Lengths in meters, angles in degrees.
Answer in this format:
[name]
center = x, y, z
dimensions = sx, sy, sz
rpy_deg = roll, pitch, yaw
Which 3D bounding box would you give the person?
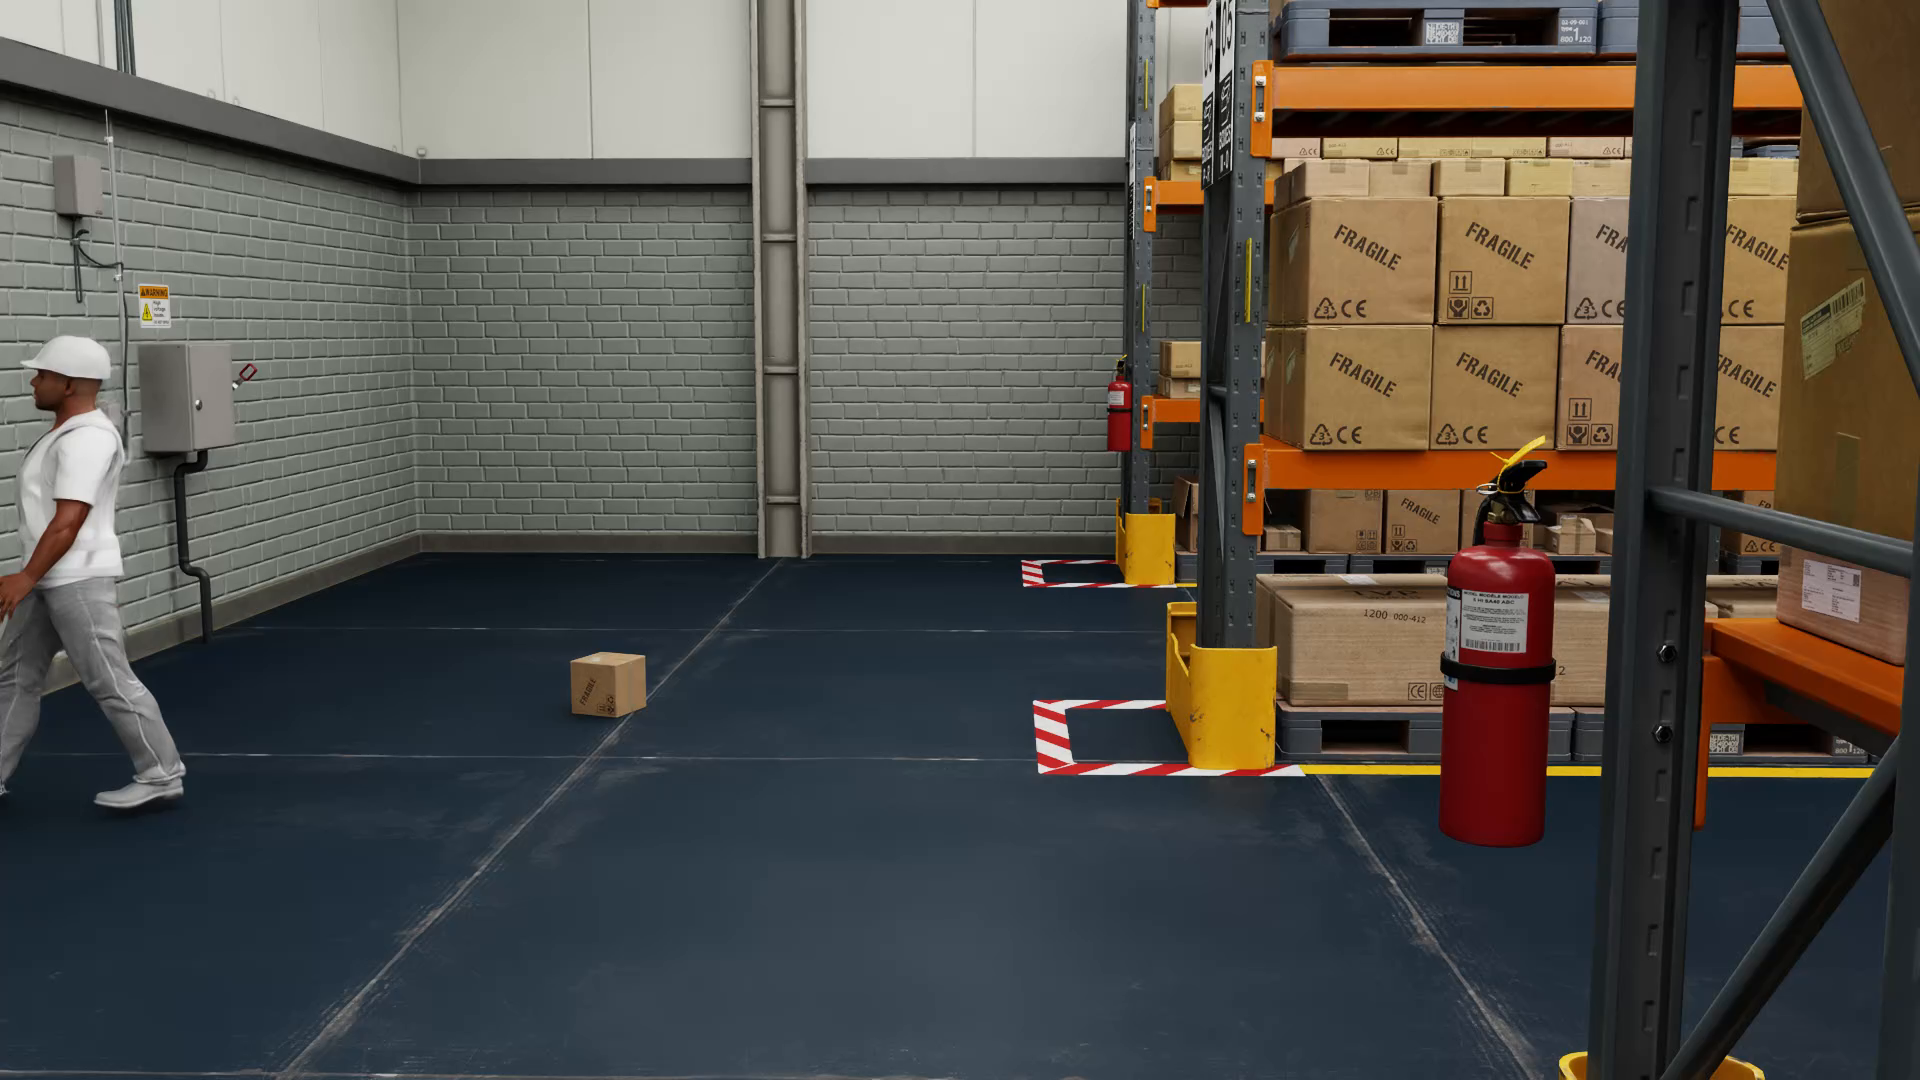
[person]
center = -3.319, 0.136, 5.958
dimensions = 0.908, 1.724, 0.571
rpy_deg = -5, 9, -36
